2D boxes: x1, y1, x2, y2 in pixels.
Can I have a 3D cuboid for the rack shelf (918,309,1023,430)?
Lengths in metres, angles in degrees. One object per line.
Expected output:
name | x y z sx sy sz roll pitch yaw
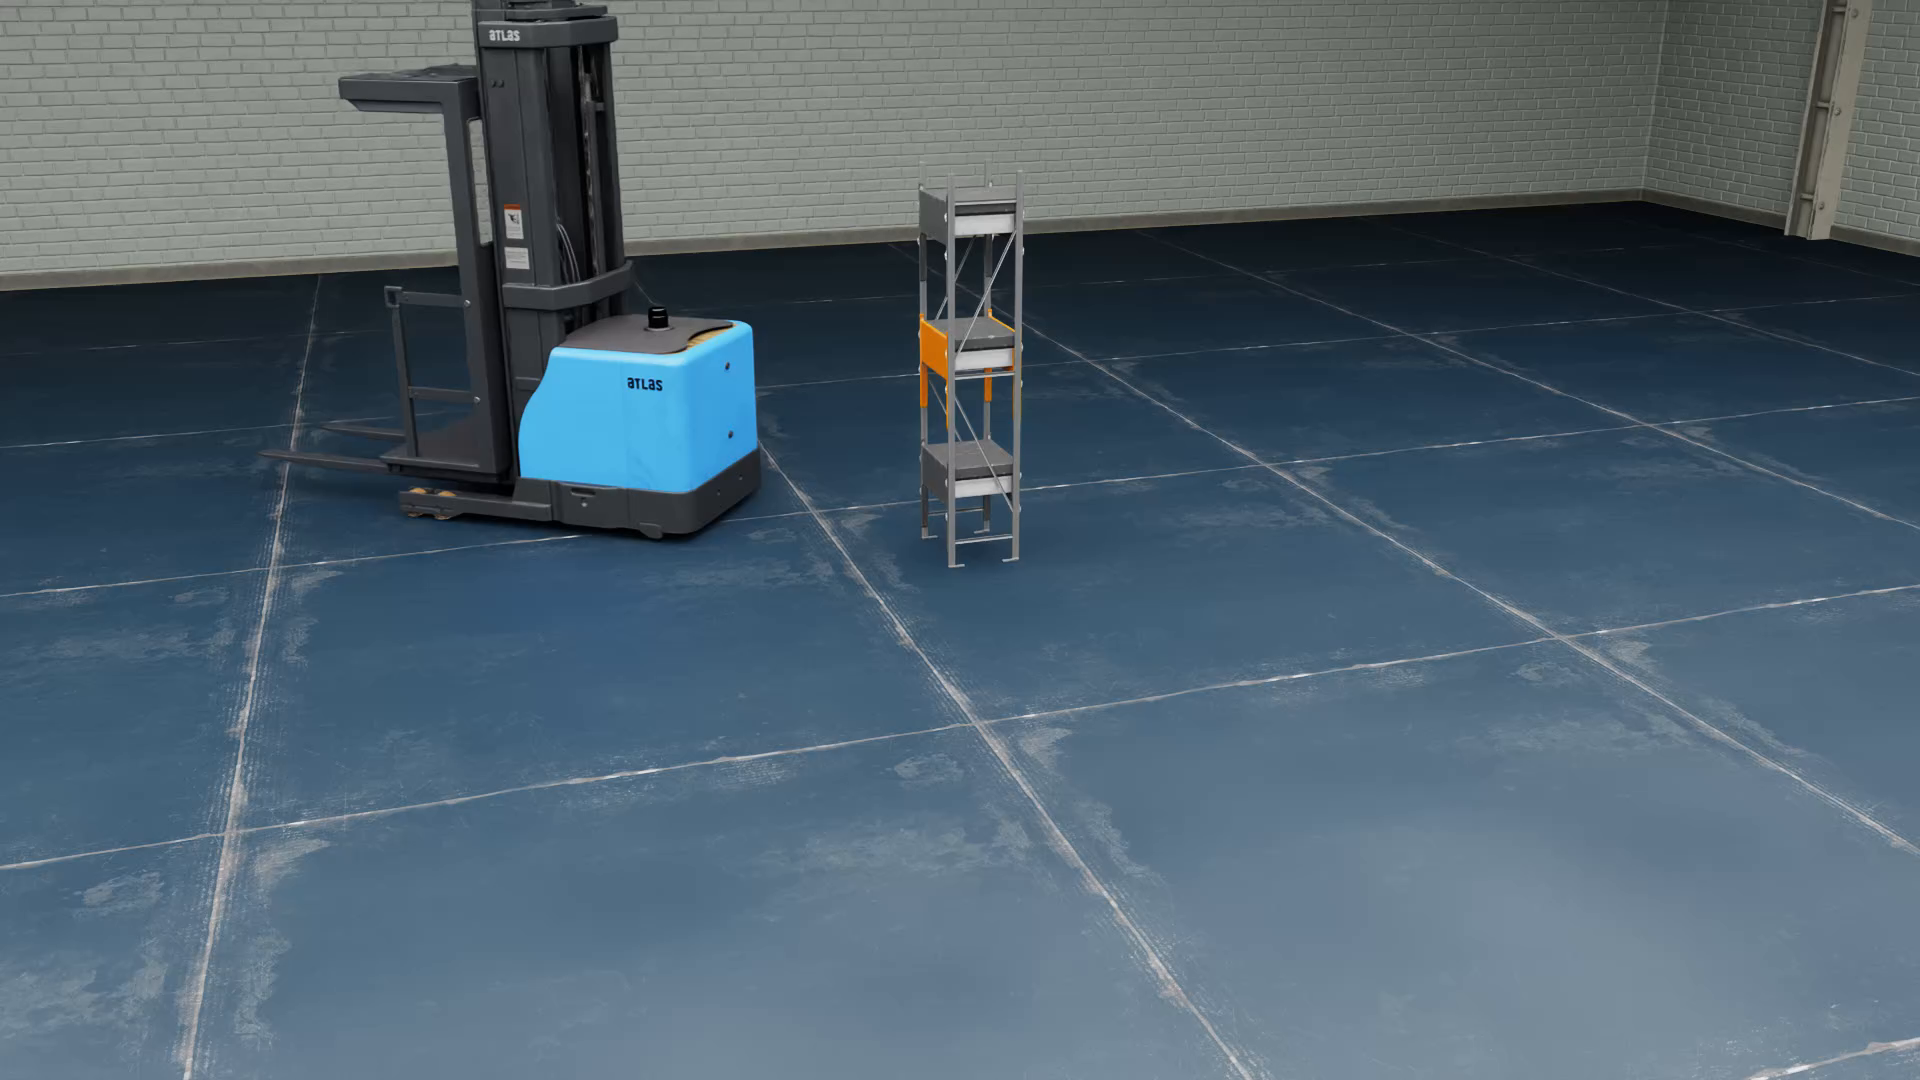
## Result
rack shelf | 0.052 -0.922 8.918 0.431 0.518 0.480 -6 21 -17

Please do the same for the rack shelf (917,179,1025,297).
rack shelf | 0.052 -1.581 8.682 0.431 0.518 0.480 -6 21 -17

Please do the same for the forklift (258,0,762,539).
forklift | -2.786 -1.658 9.697 3.031 2.935 1.130 6 21 16

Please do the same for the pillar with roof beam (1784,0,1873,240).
pillar with roof beam | 5.666 -7.271 16.348 9.100 9.000 0.400 -6 21 -17

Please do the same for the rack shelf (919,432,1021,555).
rack shelf | 0.052 -0.263 9.155 0.431 0.518 0.480 -6 21 -17

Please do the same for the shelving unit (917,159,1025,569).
shelving unit | 0.052 -0.935 8.914 0.431 2.100 0.503 -6 21 -17

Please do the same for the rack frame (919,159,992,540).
rack frame | -0.025 -1.013 9.132 0.400 2.100 0.015 -6 21 -17

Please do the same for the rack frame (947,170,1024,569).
rack frame | 0.129 -0.857 8.696 0.400 2.100 0.015 -6 21 -17
